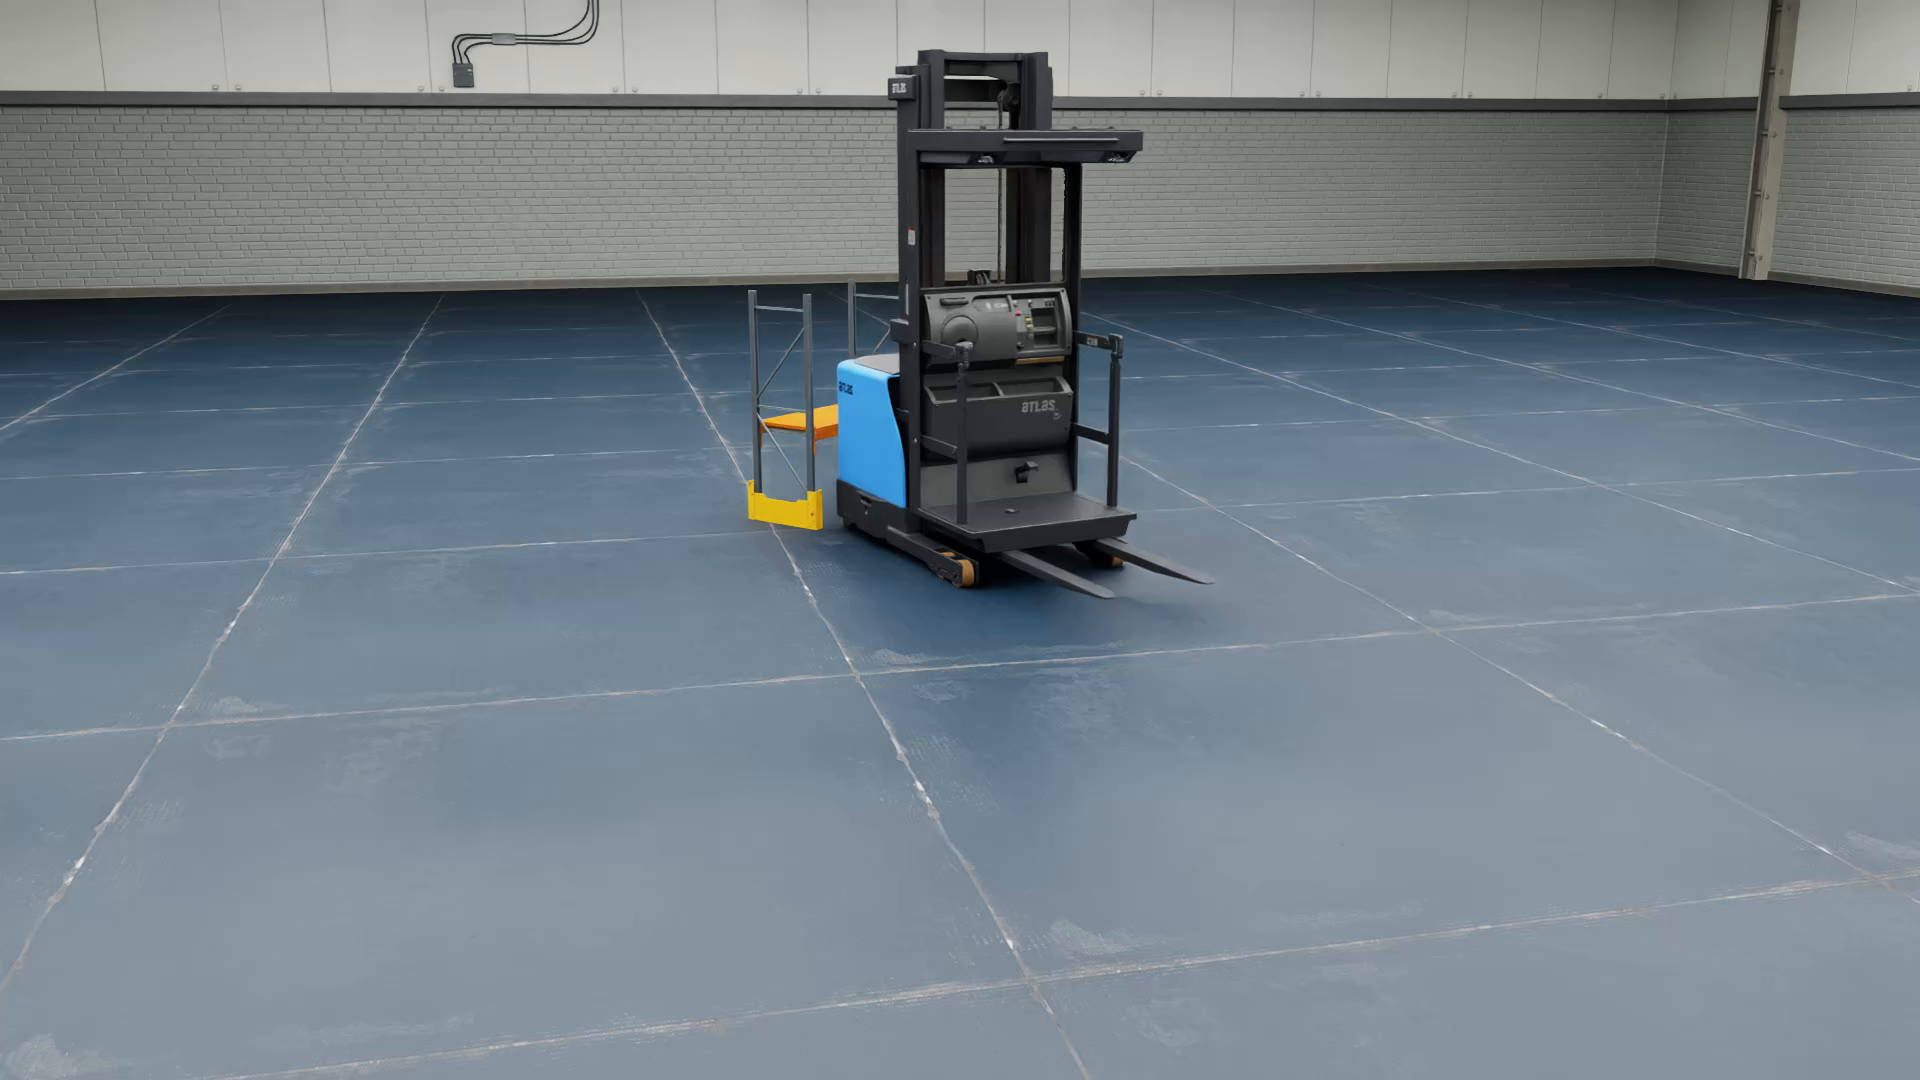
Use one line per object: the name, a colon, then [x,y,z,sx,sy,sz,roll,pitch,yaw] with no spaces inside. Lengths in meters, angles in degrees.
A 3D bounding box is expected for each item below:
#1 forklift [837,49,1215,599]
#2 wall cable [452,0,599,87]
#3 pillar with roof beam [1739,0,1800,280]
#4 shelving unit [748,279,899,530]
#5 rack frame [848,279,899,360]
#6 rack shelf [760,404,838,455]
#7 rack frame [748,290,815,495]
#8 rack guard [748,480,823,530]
forklift: [0.327,-1.272,9.459,1.130,2.935,3.031,-7,15,-27]
wall cable: [-6.860,-10.133,25.777,2.305,6.003,0.169,-3,14,-13]
pillar with roof beam: [9.749,-8.718,27.150,9.100,9.000,0.400,-3,14,-13]
shelving unit: [-0.857,-0.935,11.095,0.587,1.500,1.083,9,17,34]
rack frame: [-0.560,-1.036,11.506,0.500,1.500,0.032,9,17,34]
rack shelf: [-0.852,-0.762,11.145,0.538,0.185,1.000,9,17,34]
rack frame: [-1.143,-0.838,10.697,0.500,1.500,0.032,9,17,34]
rack guard: [-1.142,-0.231,10.847,0.587,0.250,0.087,9,17,34]
